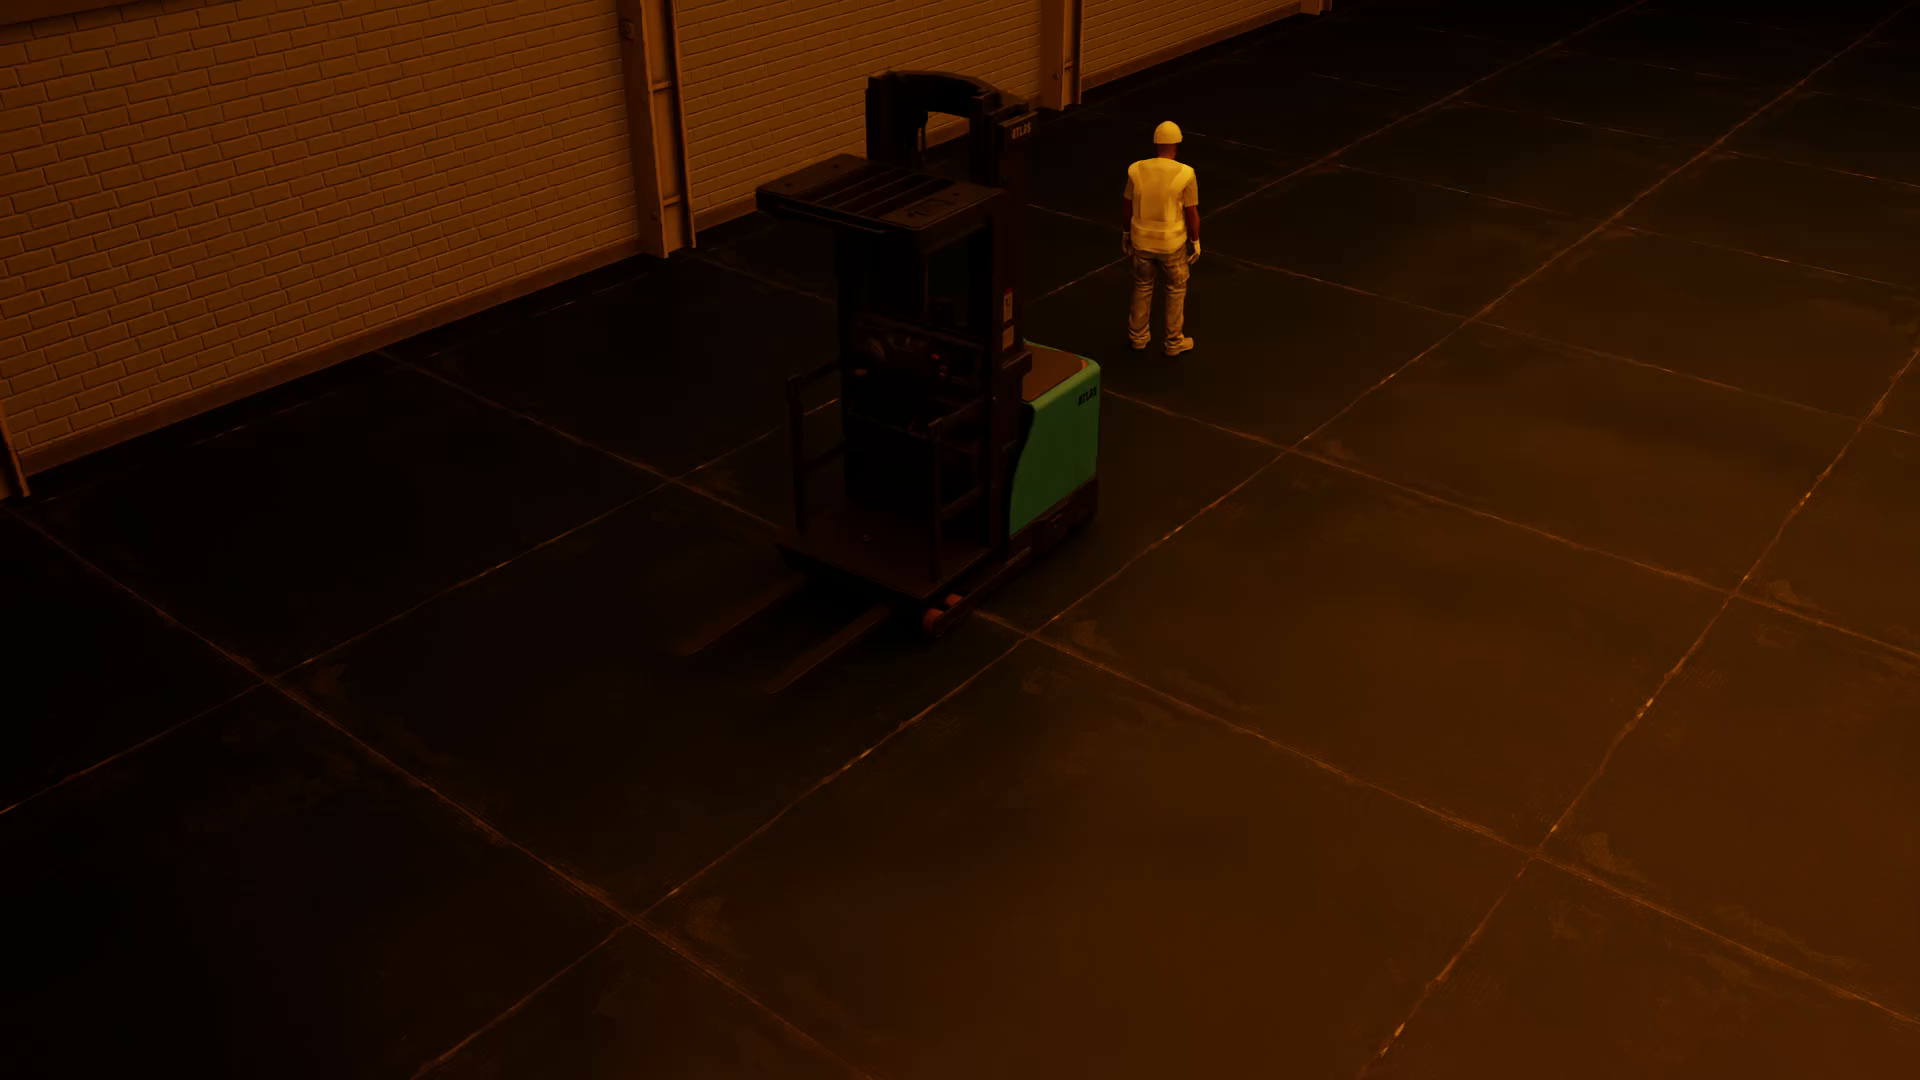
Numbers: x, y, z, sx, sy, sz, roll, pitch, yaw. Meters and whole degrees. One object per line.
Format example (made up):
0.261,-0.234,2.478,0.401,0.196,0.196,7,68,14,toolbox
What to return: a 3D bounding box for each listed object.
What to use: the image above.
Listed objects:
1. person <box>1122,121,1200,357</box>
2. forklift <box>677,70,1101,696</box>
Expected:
1.532,-2.284,12.657,0.616,1.772,0.453,14,33,22,person
-0.383,-0.982,9.275,1.130,2.935,3.031,20,36,30,forklift
